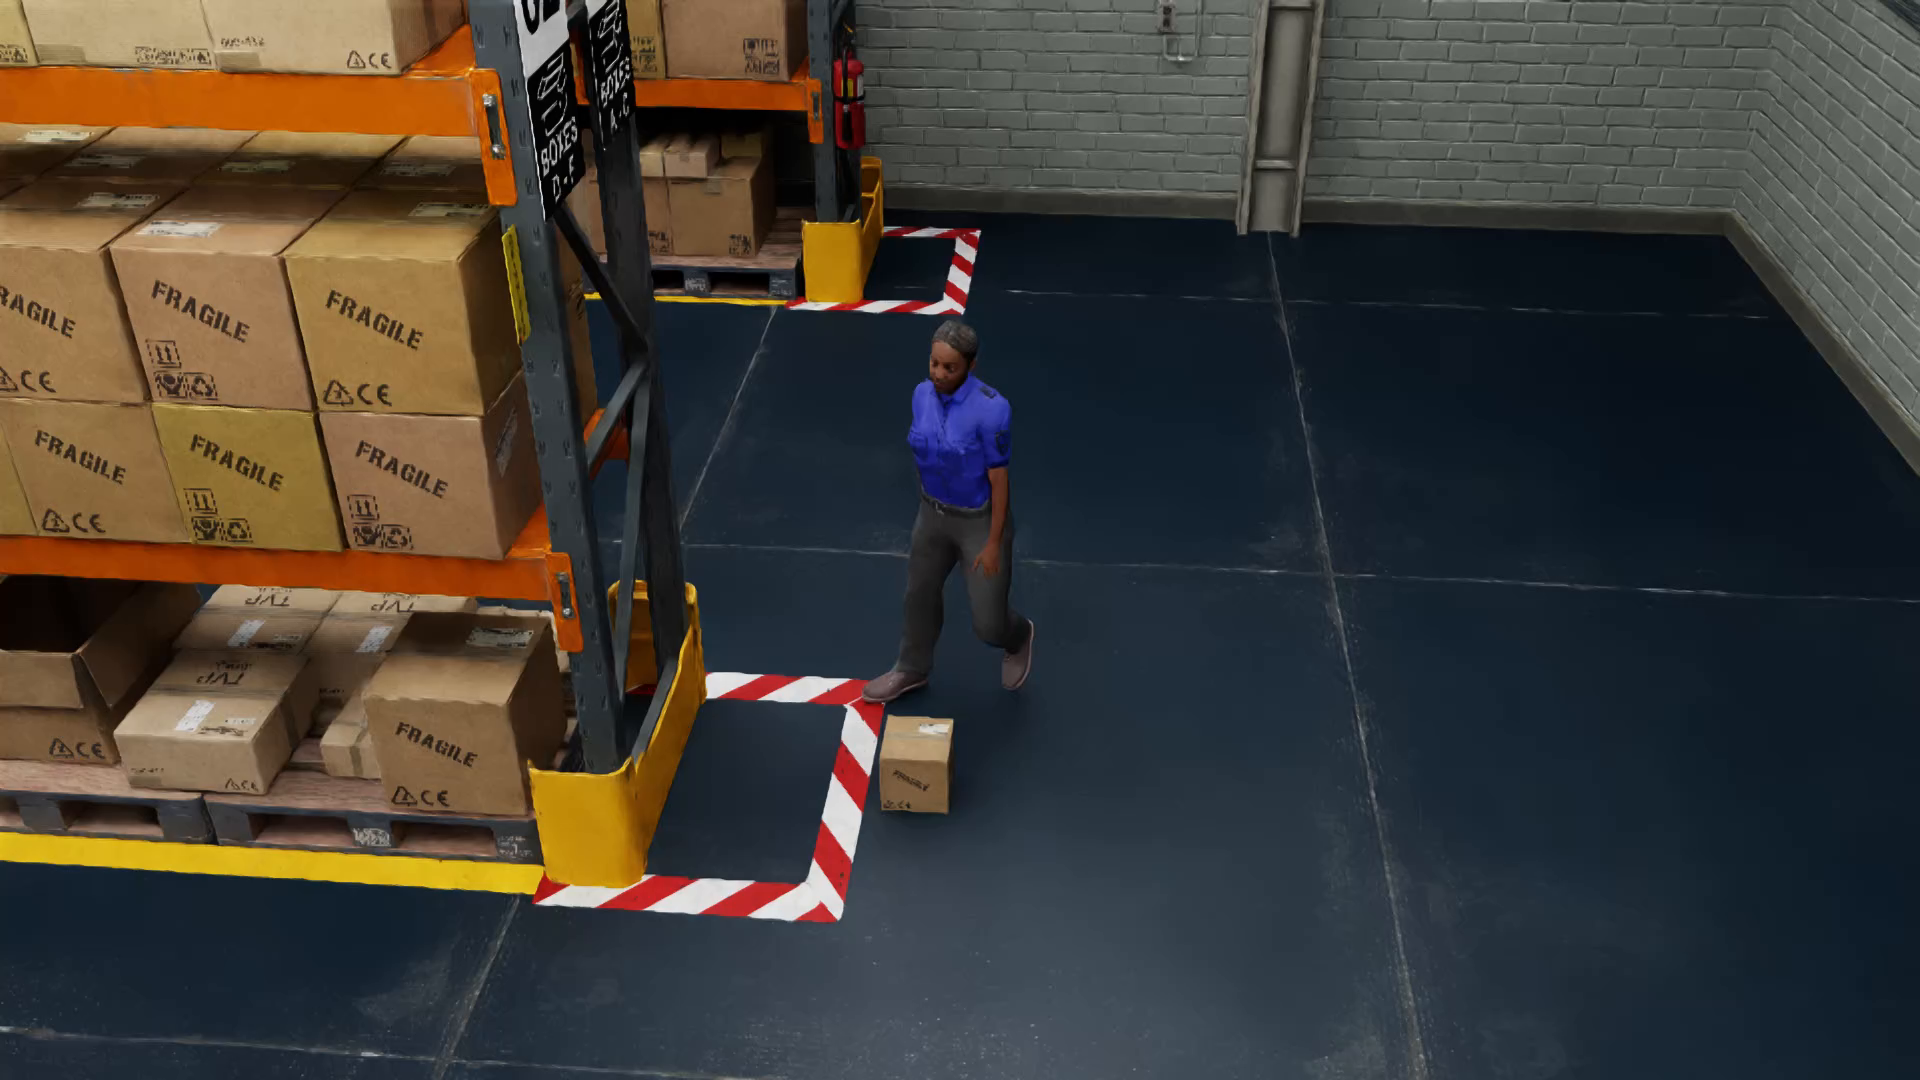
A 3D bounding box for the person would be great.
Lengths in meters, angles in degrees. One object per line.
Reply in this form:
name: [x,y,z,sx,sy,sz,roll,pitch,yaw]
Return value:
person: [-0.007,-0.083,6.255,0.608,1.640,0.567,22,38,30]
